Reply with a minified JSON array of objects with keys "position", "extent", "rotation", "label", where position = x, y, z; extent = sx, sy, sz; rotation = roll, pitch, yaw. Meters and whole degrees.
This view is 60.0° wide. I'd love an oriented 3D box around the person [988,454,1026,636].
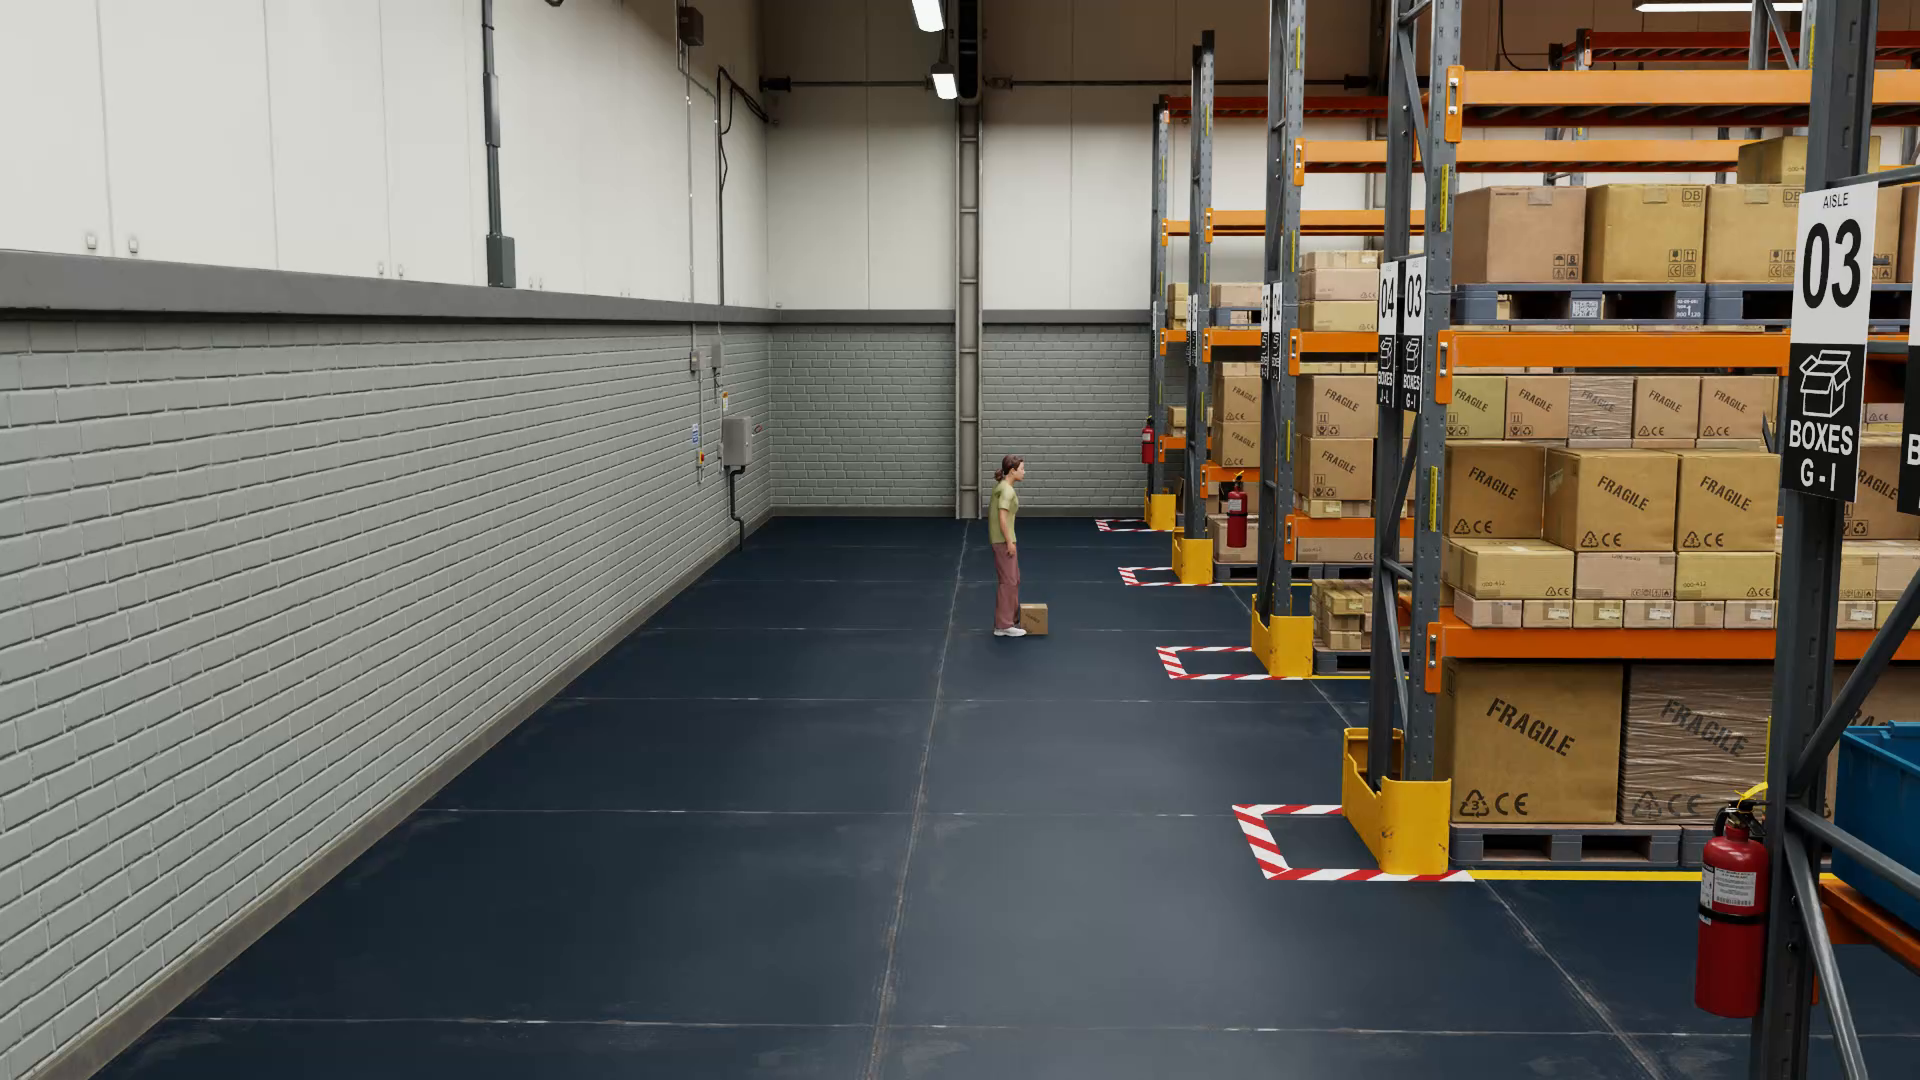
[{"position":[0.468,0.036,15.502],"extent":[0.407,1.673,0.517],"rotation":[0,7,-1],"label":"person"}]
